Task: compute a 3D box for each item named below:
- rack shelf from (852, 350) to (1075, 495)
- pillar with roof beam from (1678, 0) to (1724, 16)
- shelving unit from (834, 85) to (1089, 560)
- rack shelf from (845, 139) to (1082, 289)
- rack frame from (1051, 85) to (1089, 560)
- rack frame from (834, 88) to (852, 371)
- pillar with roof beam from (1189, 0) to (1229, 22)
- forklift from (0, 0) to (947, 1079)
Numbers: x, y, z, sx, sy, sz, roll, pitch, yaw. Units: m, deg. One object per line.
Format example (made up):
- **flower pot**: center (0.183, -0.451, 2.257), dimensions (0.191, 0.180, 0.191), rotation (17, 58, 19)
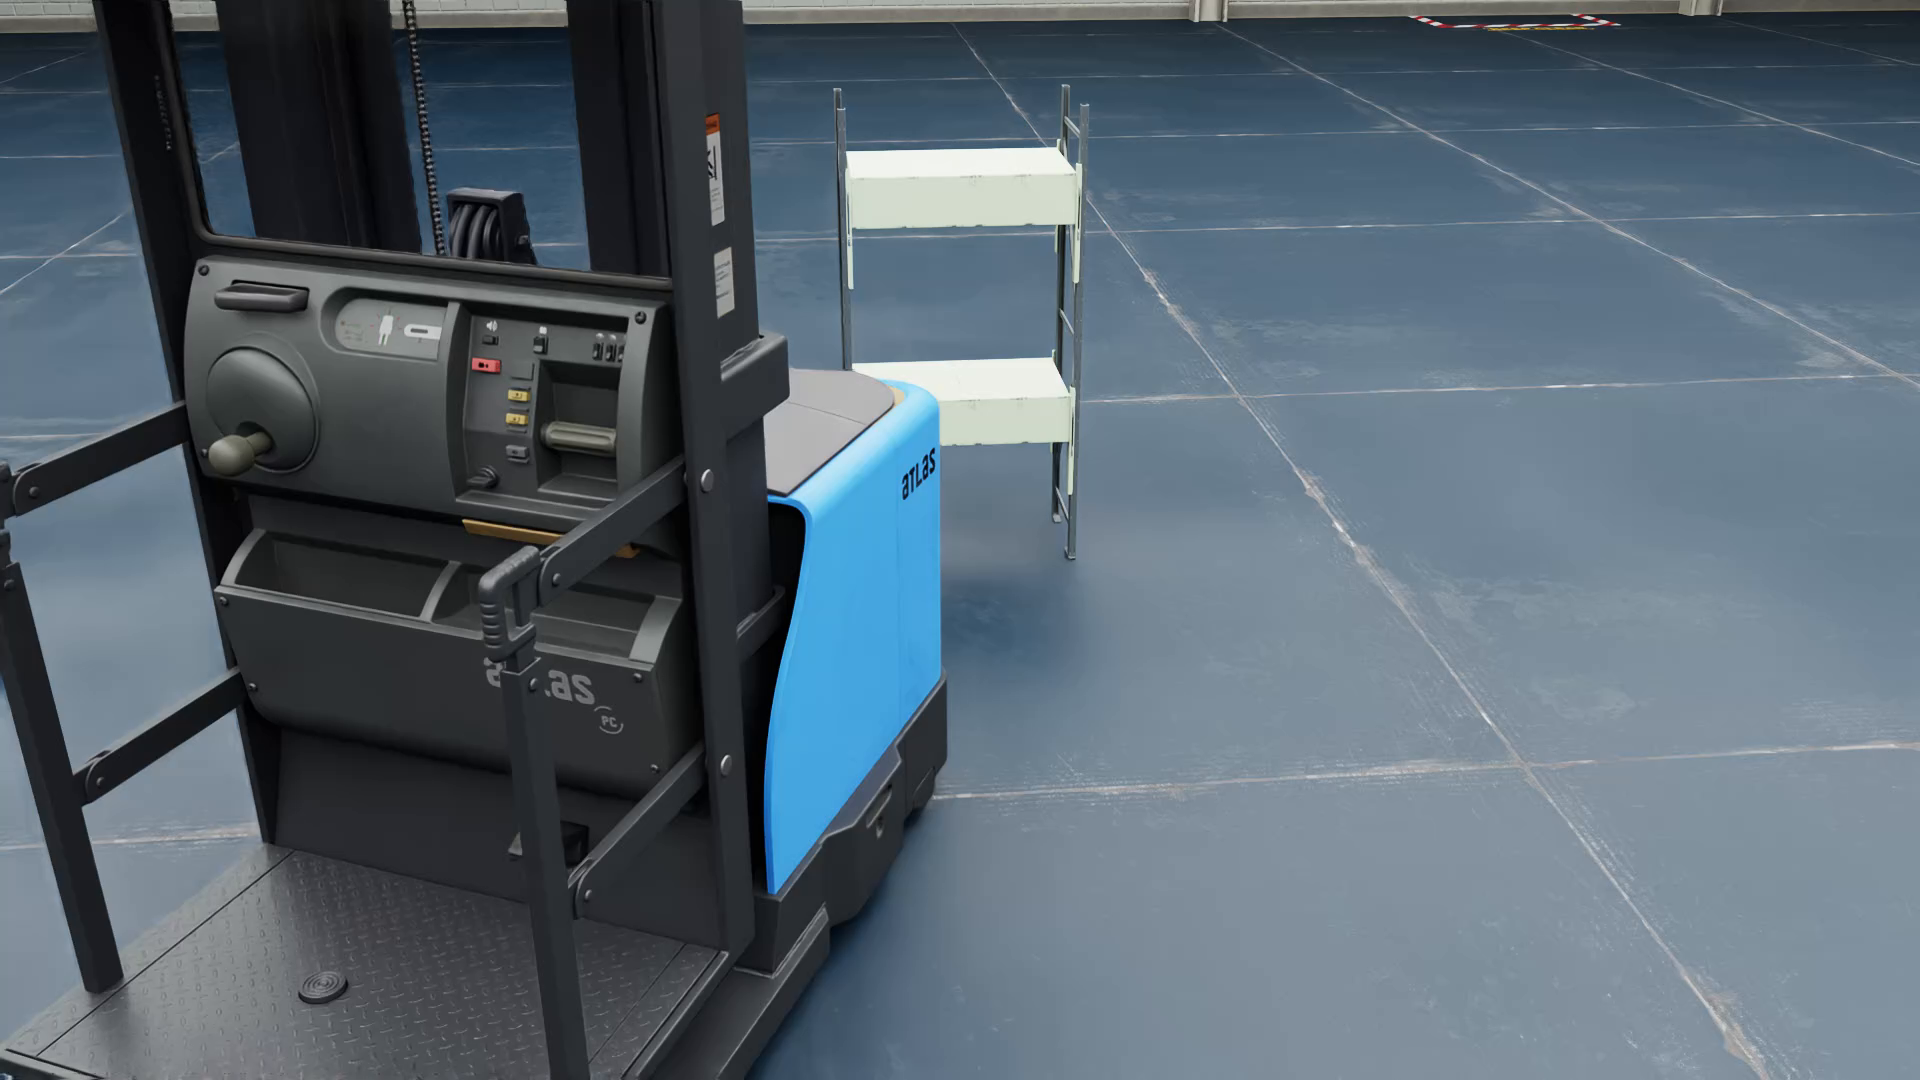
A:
- **rack shelf**: center (-0.007, -0.387, 5.577), dimensions (0.720, 0.370, 0.431), rotation (-2, 24, -5)
- **pillar with roof beam**: center (9.283, -8.676, 14.190), dimensions (0.400, 9.000, 9.100), rotation (-2, 24, -5)
- **shelving unit**: center (-0.007, -0.685, 5.445), dimensions (0.755, 1.500, 0.431), rotation (-2, 24, -5)
- **rack shelf**: center (-0.007, -1.042, 5.286), dimensions (0.720, 0.370, 0.431), rotation (-2, 24, -5)
- **rack frame**: center (0.358, -0.700, 5.478), dimensions (0.023, 1.500, 0.400), rotation (-2, 24, -5)
- **rack frame**: center (-0.371, -0.670, 5.412), dimensions (0.023, 1.500, 0.400), rotation (-2, 24, -5)
- **pillar with roof beam**: center (3.312, -8.436, 13.651), dimensions (0.400, 9.000, 9.100), rotation (-2, 24, -5)
- **forklift**: center (-1.009, -0.233, 2.665), dimensions (1.130, 2.935, 3.031), rotation (8, 25, 18)
